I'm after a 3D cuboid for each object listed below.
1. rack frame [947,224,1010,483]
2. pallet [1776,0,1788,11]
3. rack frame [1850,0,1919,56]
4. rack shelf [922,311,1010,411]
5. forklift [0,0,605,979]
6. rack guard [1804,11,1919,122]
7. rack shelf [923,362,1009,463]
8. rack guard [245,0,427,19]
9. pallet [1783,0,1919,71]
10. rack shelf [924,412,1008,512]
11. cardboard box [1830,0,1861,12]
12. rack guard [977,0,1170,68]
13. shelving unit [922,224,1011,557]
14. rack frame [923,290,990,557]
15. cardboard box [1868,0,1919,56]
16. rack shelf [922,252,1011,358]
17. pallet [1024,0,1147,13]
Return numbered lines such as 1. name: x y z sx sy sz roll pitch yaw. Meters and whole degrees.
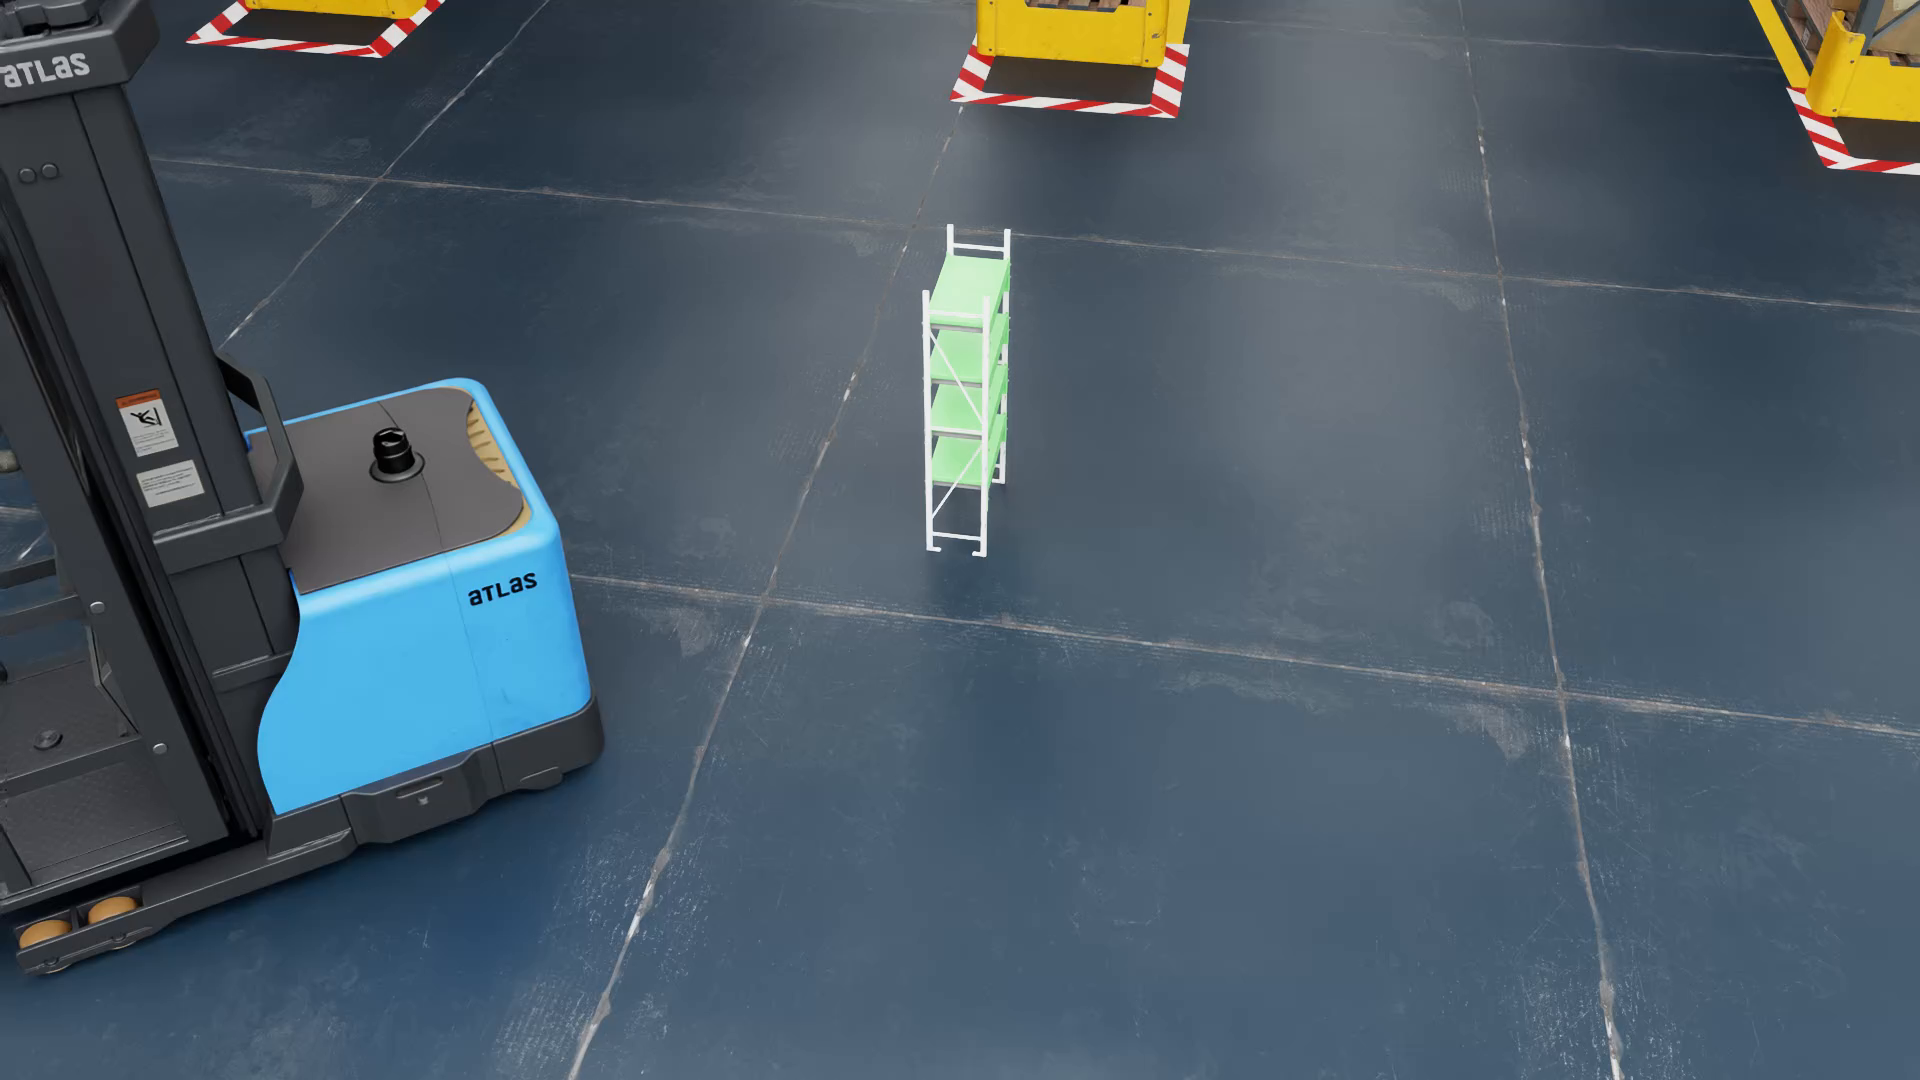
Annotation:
1. rack frame: 0.071 -0.719 6.679 0.240 1.200 0.015 6 40 8
2. pallet: 6.015 -3.888 11.287 1.003 0.211 1.213 6 40 8
3. rack frame: 5.613 -3.645 8.805 1.000 3.000 0.127 6 40 8
4. rack shelf: 0.029 -0.702 6.381 0.258 0.148 0.480 6 40 8
5. forklift: -2.782 -0.181 4.669 3.031 2.935 1.130 -18 43 -21
6. rack guard: 5.626 -2.730 9.659 1.175 0.500 0.348 6 40 8
7. rack shelf: 0.029 -0.517 6.534 0.258 0.148 0.480 6 40 8
8. rack guard: -4.148 -3.762 10.907 1.175 0.500 0.348 6 40 8
9. pallet: 5.801 -3.124 10.363 1.003 0.211 1.213 6 40 8
10. rack shelf: 0.029 -0.332 6.687 0.258 0.148 0.480 6 40 8
11. cardboard box: 5.807 -3.613 10.398 0.500 0.500 0.500 17 42 19
12. rack guard: 0.701 -3.281 10.326 1.175 0.500 0.348 6 40 8
13. shelving unit: 0.029 -0.566 6.493 0.258 1.200 0.503 6 40 8
14. rack frame: -0.014 -0.413 6.308 0.240 1.200 0.015 6 40 8
15. cardboard box: 5.737 -3.234 9.940 0.500 0.500 0.500 14 41 16
16. rack shelf: 0.029 -0.887 6.228 0.258 0.148 0.480 6 40 8
17. pallet: 0.847 -3.679 11.034 1.003 0.211 1.213 6 40 8
